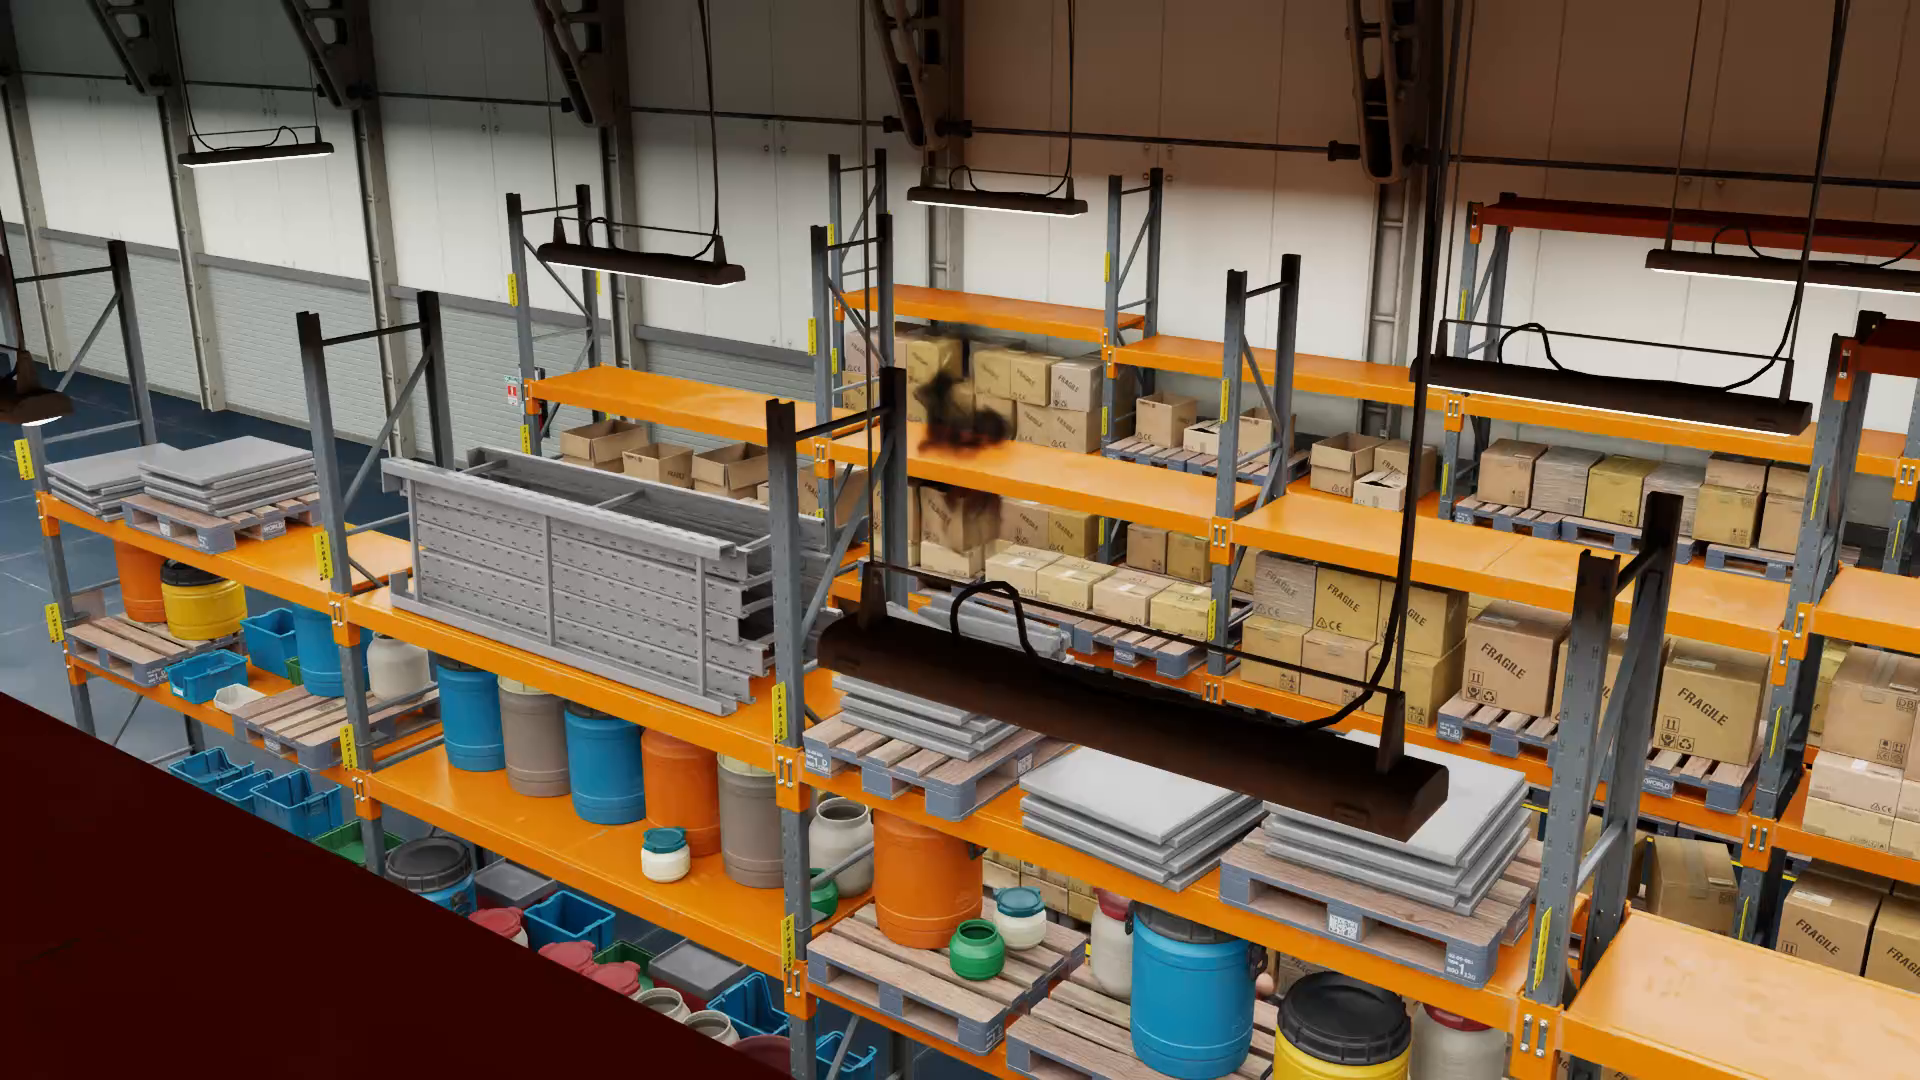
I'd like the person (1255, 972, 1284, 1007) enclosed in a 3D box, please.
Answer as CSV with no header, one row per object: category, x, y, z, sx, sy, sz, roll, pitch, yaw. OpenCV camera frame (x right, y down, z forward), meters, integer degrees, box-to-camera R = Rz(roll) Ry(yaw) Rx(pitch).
person,2.008,3.713,11.303,0.845,1.774,0.647,8,20,22
